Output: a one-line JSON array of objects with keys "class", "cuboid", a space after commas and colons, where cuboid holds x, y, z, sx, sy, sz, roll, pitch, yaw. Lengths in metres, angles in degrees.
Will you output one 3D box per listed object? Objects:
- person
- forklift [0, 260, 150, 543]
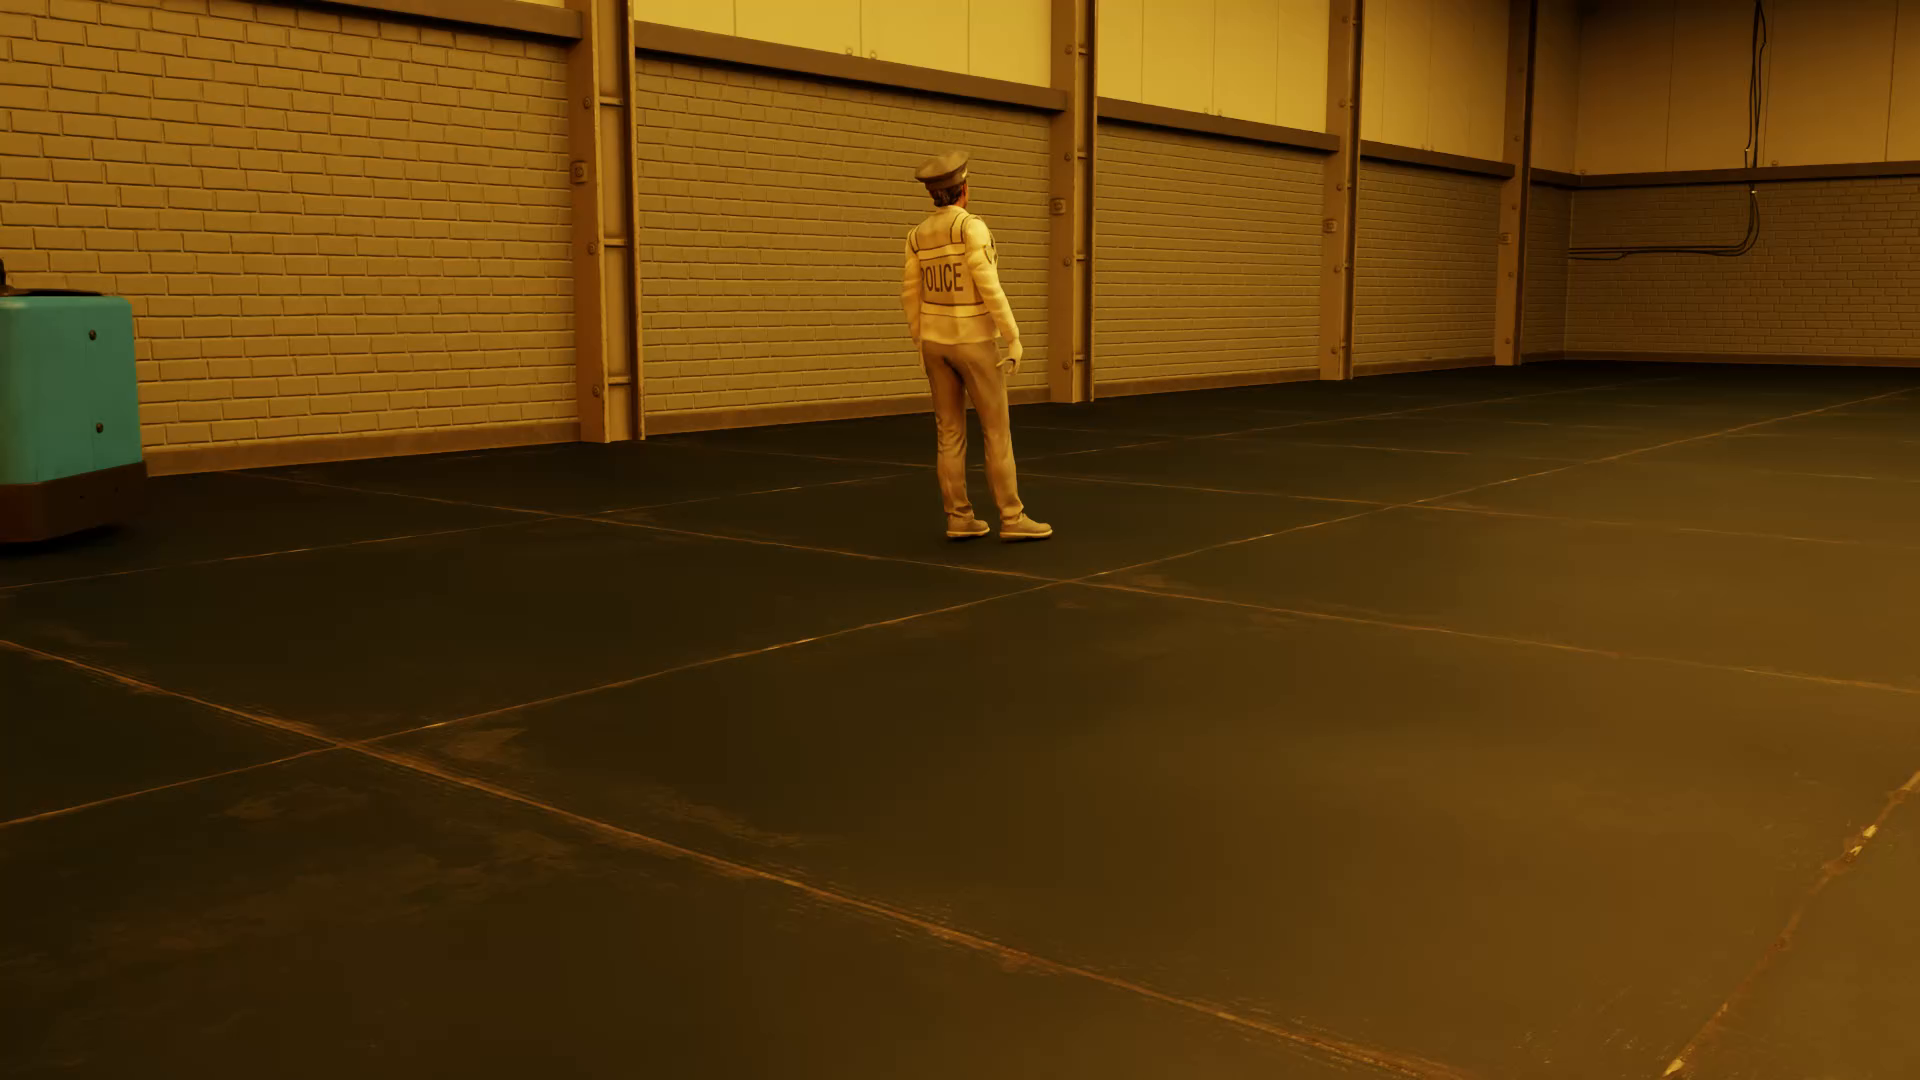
[{"class": "person", "cuboid": [0.049, -0.853, 7.330, 0.587, 1.694, 0.530, 7, 11, 38]}, {"class": "forklift", "cuboid": [-5.303, -1.442, 7.139, 3.031, 2.935, 1.130, 0, 8, 0]}]
